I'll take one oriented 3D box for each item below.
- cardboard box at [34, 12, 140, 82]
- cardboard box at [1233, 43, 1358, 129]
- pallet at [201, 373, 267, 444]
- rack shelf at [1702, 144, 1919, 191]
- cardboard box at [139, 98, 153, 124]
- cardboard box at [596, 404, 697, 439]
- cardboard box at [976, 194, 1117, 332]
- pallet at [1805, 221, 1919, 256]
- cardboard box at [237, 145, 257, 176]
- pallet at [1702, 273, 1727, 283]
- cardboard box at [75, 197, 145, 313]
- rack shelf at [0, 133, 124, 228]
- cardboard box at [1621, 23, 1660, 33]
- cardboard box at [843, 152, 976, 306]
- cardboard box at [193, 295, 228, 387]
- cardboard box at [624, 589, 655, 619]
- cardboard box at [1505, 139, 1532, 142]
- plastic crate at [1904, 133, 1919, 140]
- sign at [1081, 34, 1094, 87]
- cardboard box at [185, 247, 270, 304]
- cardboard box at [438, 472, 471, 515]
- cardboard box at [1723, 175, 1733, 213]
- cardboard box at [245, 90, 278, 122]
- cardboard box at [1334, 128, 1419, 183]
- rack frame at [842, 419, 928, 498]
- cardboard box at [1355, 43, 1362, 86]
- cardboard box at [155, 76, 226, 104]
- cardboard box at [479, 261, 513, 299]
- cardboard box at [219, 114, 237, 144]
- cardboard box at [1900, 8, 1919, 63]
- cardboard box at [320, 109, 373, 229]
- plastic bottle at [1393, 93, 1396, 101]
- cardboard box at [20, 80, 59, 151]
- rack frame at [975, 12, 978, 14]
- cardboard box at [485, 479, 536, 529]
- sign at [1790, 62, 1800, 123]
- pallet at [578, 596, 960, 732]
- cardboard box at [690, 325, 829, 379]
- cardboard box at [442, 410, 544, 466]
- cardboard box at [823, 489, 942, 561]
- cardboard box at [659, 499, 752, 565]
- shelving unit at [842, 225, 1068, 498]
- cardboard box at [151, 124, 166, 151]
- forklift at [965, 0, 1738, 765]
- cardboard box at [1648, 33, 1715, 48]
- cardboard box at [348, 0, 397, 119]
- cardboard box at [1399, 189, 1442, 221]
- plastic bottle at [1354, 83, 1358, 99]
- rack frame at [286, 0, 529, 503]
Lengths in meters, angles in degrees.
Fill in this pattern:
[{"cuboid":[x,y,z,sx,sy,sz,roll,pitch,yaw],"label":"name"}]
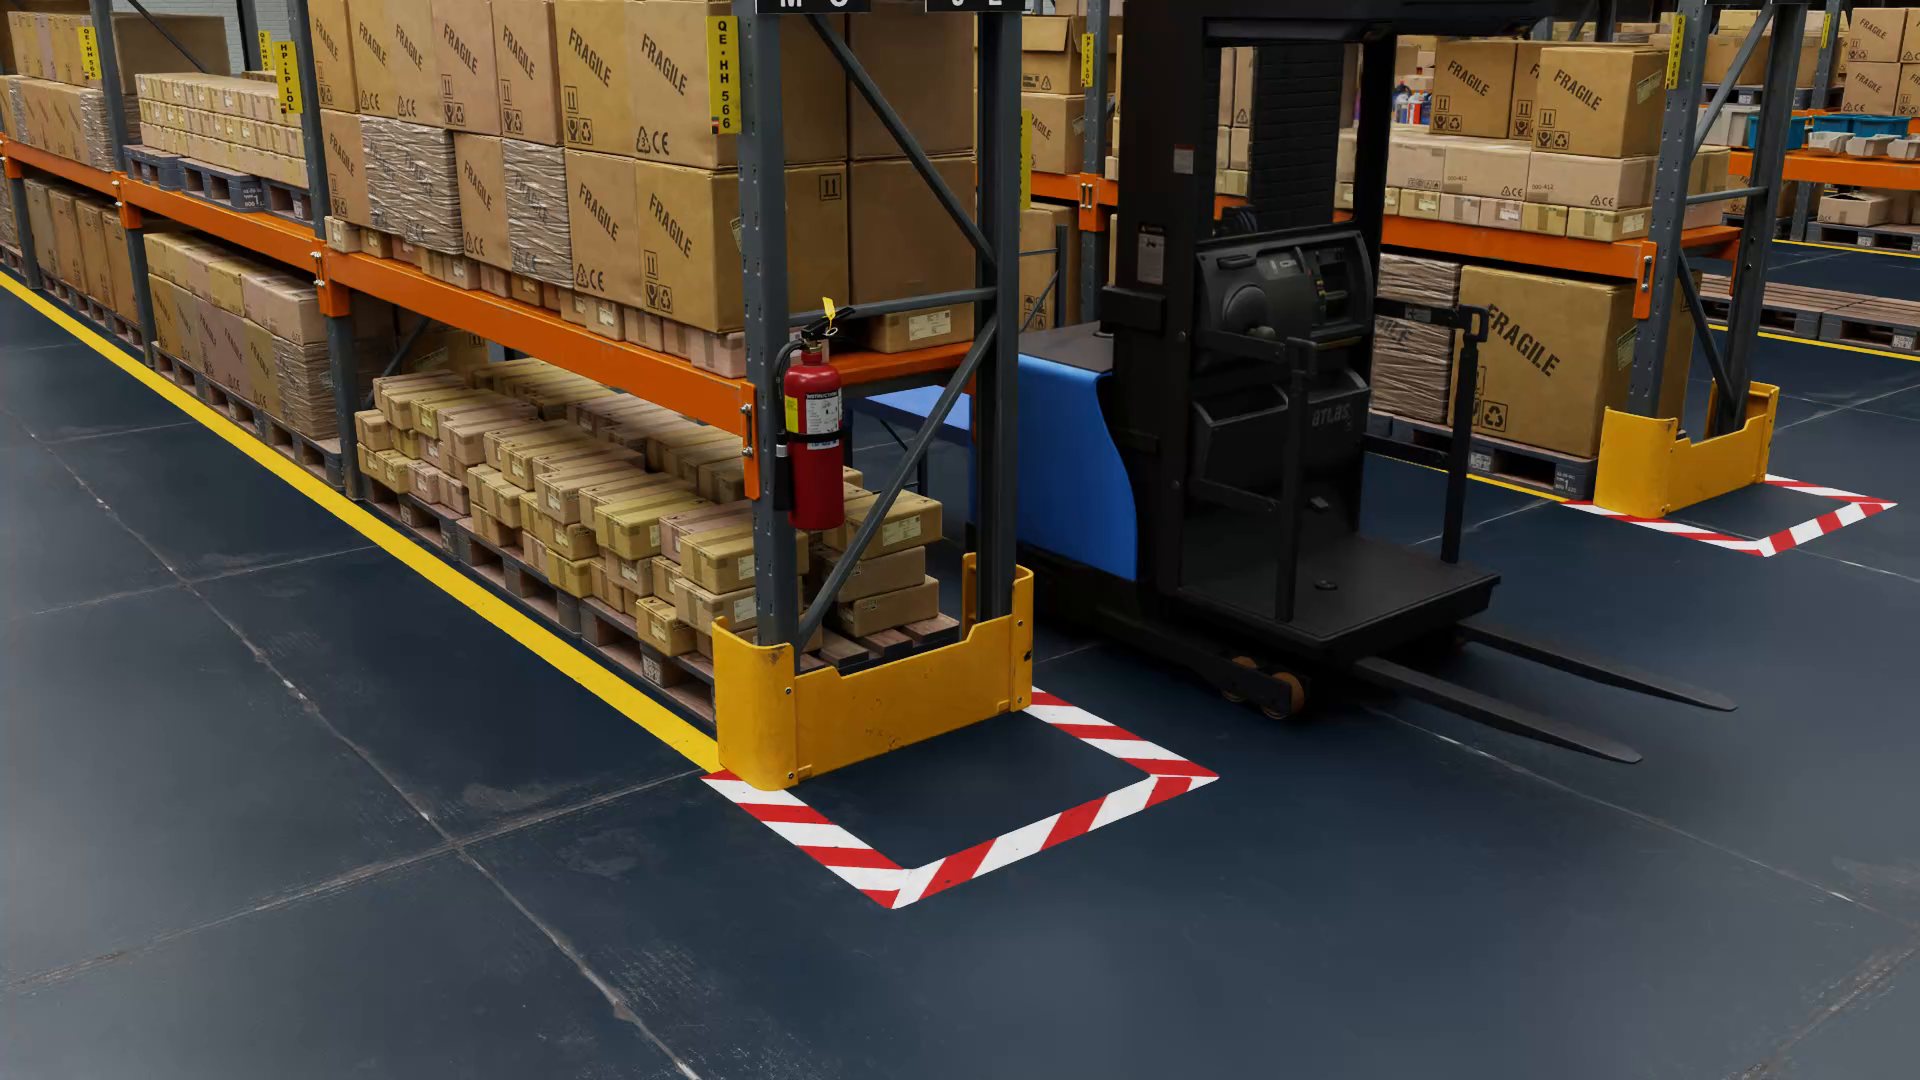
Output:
[{"cuboid":[-6.733,-3.844,12.949,0.700,0.500,0.500,-14,23,-36],"label":"cardboard box"},{"cuboid":[1.961,-2.674,9.738,0.500,0.500,0.500,-15,23,-38],"label":"cardboard box"},{"cuboid":[-3.959,-0.891,10.218,1.003,0.211,1.213,-14,23,-36],"label":"pallet"},{"cuboid":[6.362,-2.798,12.685,1.077,0.370,4.000,-14,23,-36],"label":"rack shelf"},{"cuboid":[-5.054,-2.771,10.718,0.380,0.149,0.250,-13,22,-34],"label":"cardboard box"},{"cuboid":[-1.421,-0.507,7.543,0.380,0.149,0.250,-15,24,-38],"label":"cardboard box"},{"cuboid":[0.825,-2.010,11.874,1.225,0.875,0.875,-14,23,-36],"label":"cardboard box"},{"cuboid":[9.431,-3.105,16.904,1.003,0.211,1.213,-14,23,-36],"label":"pallet"},{"cuboid":[-3.762,-2.117,9.215,0.380,0.149,0.250,-15,24,-38],"label":"cardboard box"},{"cuboid":[5.607,-2.135,13.975,1.003,0.211,1.213,-14,23,-36],"label":"pallet"},{"cuboid":[-6.050,-2.222,12.712,1.050,0.750,0.750,-14,23,-35],"label":"cardboard box"},{"cuboid":[-6.438,-2.860,12.871,1.077,0.370,4.000,-14,23,-36],"label":"rack shelf"},{"cuboid":[9.735,-7.054,23.535,0.700,0.500,0.500,-17,25,-41],"label":"cardboard box"},{"cuboid":[-0.292,-1.090,5.751,0.500,0.500,0.500,-13,22,-34],"label":"cardboard box"},{"cuboid":[-4.320,-1.248,10.168,0.500,0.500,0.500,-15,23,-37],"label":"cardboard box"},{"cuboid":[-1.055,0.203,6.346,0.380,0.149,0.250,-14,23,-36],"label":"cardboard box"},{"cuboid":[3.307,-2.048,9.041,0.500,0.250,0.500,-14,23,-37],"label":"cardboard box"},{"cuboid":[7.153,-2.938,12.286,0.250,0.136,0.298,-14,23,-36],"label":"plastic crate"},{"cuboid":[0.819,-3.070,10.645,0.100,0.325,0.005,-14,23,-36],"label":"sign"},{"cuboid":[-4.346,-1.610,10.070,0.500,0.250,0.500,-14,23,-36],"label":"cardboard box"},{"cuboid":[-2.182,-0.247,7.703,0.380,0.149,0.250,-15,23,-37],"label":"cardboard box"},{"cuboid":[8.174,-3.810,17.872,0.500,0.500,0.500,-14,23,-36],"label":"cardboard box"},{"cuboid":[-3.605,-2.341,8.945,0.380,0.149,0.250,-14,23,-36],"label":"cardboard box"},{"cuboid":[2.255,-2.196,9.487,0.500,0.250,0.500,-14,23,-36],"label":"cardboard box"},{"cuboid":[-0.369,-0.858,8.068,0.500,1.500,0.032,-14,23,-36],"label":"rack frame"},{"cuboid":[5.141,-6.171,21.569,0.500,0.500,0.500,-14,23,-36],"label":"cardboard box"},{"cuboid":[-4.744,-2.792,10.308,0.380,0.149,0.250,-14,23,-36],"label":"cardboard box"},{"cuboid":[-1.735,-1.098,6.805,0.380,0.149,0.250,-13,22,-34],"label":"cardboard box"},{"cuboid":[-3.936,-2.328,9.378,0.380,0.149,0.250,-14,23,-36],"label":"cardboard box"},{"cuboid":[9.398,-4.822,15.904,0.500,0.500,0.500,-15,23,-38],"label":"cardboard box"},{"cuboid":[-2.603,-1.740,7.713,0.500,0.500,0.500,-14,23,-37],"label":"cardboard box"},{"cuboid":[3.941,-3.939,15.191,0.097,0.271,0.097,0,18,0],"label":"plastic bottle"},{"cuboid":[-6.942,-3.311,12.932,0.500,0.500,0.500,-14,23,-36],"label":"cardboard box"},{"cuboid":[0.153,-5.604,20.014,1.000,3.000,0.127,-14,23,-36],"label":"rack frame"},{"cuboid":[-1.774,-0.181,7.030,0.380,0.149,0.250,-14,23,-36],"label":"cardboard box"},{"cuboid":[4.160,-2.236,8.339,0.100,0.325,0.005,-14,23,-36],"label":"sign"},{"cuboid":[-0.753,0.361,6.437,1.003,0.211,1.213,-14,23,-36],"label":"pallet"},{"cuboid":[-0.653,-0.643,5.432,0.380,0.149,0.250,-14,23,-36],"label":"cardboard box"},{"cuboid":[-2.067,-0.455,7.386,0.380,0.149,0.250,-13,23,-35],"label":"cardboard box"},{"cuboid":[-0.288,-0.061,6.195,0.380,0.149,0.250,-15,24,-39],"label":"cardboard box"},{"cuboid":[-0.868,-0.019,6.070,0.380,0.149,0.250,-13,23,-35],"label":"cardboard box"},{"cuboid":[-0.053,-0.733,7.690,0.538,1.500,1.048,-14,23,-36],"label":"shelving unit"},{"cuboid":[-4.911,-2.573,10.591,0.380,0.149,0.250,-13,22,-33],"label":"cardboard box"},{"cuboid":[1.350,-0.929,6.006,1.130,2.935,3.031,-15,23,-37],"label":"forklift"},{"cuboid":[7.860,-5.268,18.174,0.500,0.500,0.700,13,23,35],"label":"cardboard box"},{"cuboid":[-2.290,-2.102,7.217,0.500,0.500,0.500,-15,23,-38],"label":"cardboard box"},{"cuboid":[2.607,-1.836,9.034,0.380,0.149,0.250,-15,23,-37],"label":"cardboard box"},{"cuboid":[3.609,-4.043,15.379,0.144,0.351,0.185,-14,23,-36],"label":"plastic bottle"},{"cuboid":[-2.713,-1.723,8.293,1.000,3.000,0.127,-14,23,-36],"label":"rack frame"}]
